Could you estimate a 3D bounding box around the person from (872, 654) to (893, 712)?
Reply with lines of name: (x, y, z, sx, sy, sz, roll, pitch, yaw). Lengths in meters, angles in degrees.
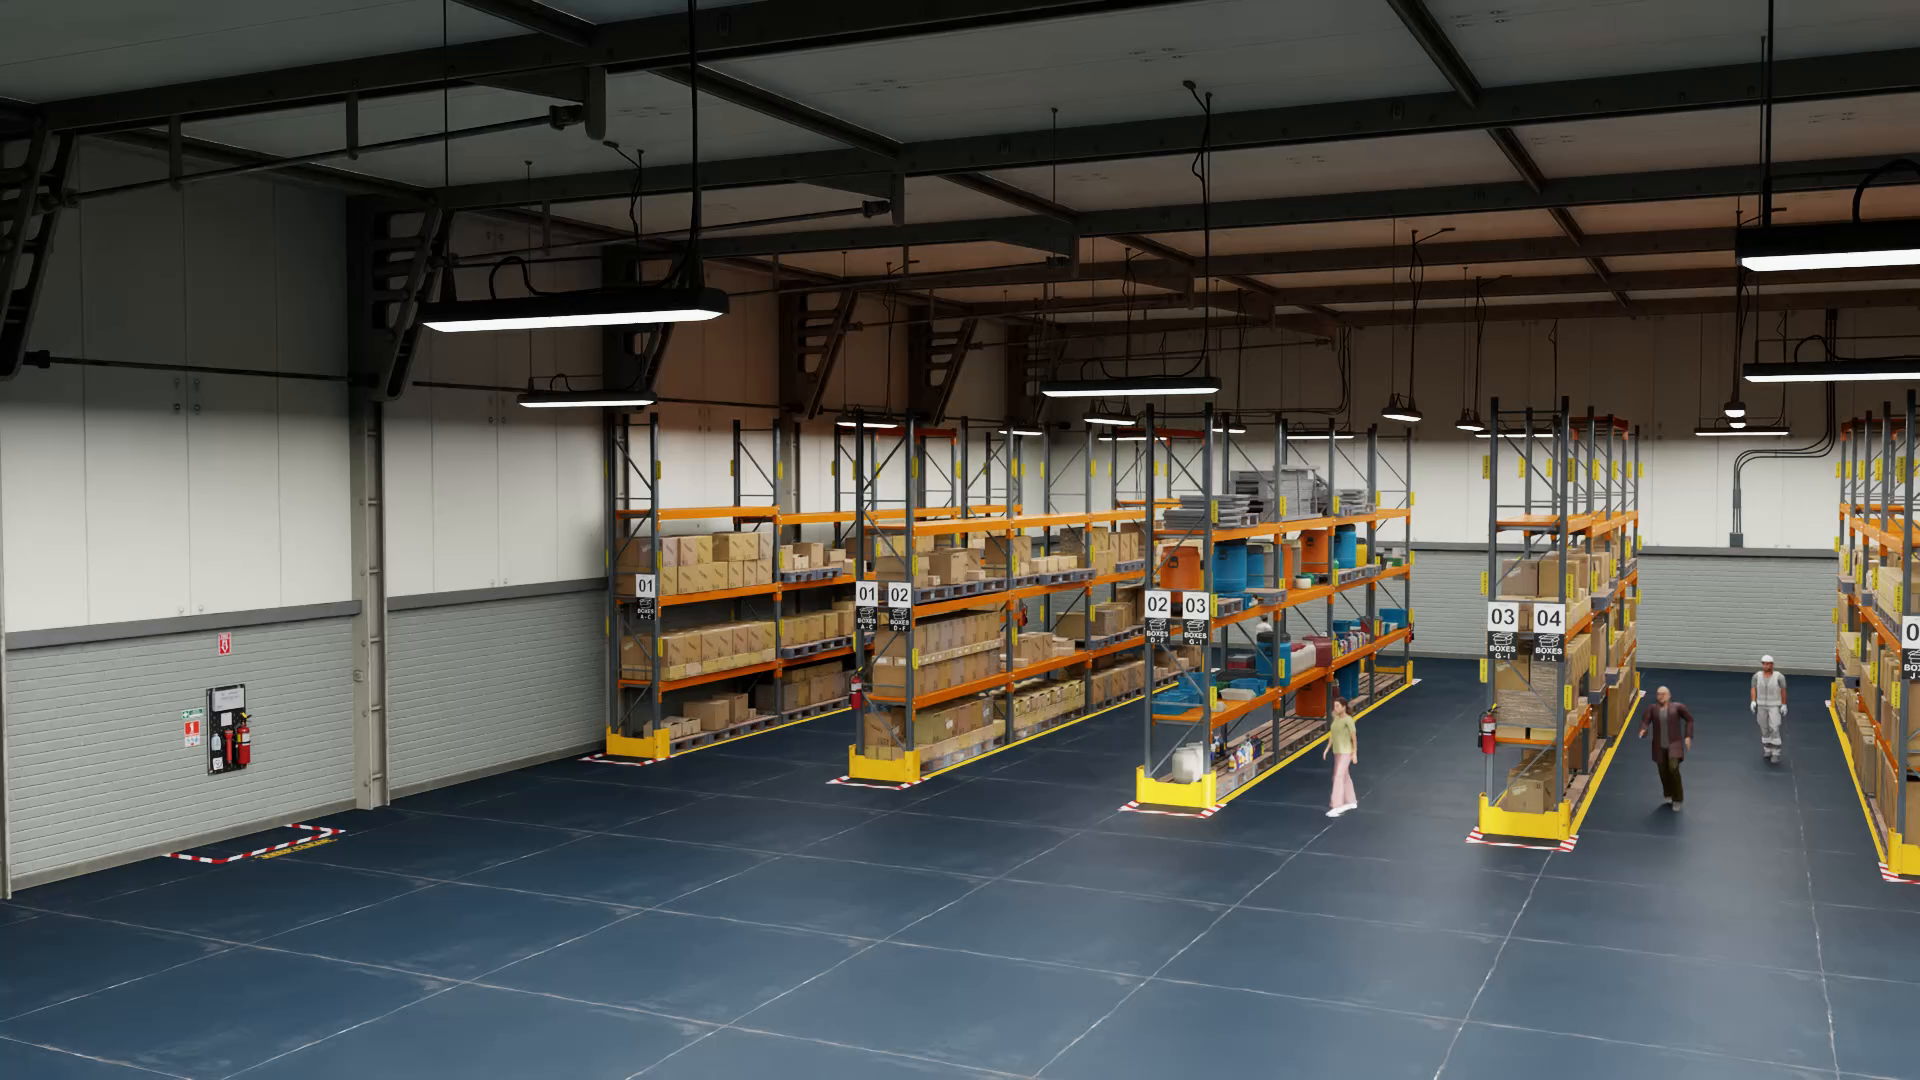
person: (-1.382, 2.806, 30.301, 0.609, 1.693, 0.576, 2, 3, 42)

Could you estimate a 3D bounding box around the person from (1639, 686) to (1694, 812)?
person: (10.459, 3.100, 24.684, 0.704, 1.819, 0.869, 2, 3, 40)

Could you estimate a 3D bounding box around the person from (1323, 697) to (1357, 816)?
person: (5.549, 3.151, 24.302, 0.630, 1.695, 0.491, -1, 2, -13)

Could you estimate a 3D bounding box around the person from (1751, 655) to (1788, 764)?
person: (13.939, 2.906, 28.715, 0.607, 1.823, 0.557, -2, 3, -44)

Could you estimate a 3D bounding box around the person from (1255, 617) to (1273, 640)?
person: (7.167, 2.566, 38.830, 0.503, 1.700, 0.592, -2, 3, -43)
